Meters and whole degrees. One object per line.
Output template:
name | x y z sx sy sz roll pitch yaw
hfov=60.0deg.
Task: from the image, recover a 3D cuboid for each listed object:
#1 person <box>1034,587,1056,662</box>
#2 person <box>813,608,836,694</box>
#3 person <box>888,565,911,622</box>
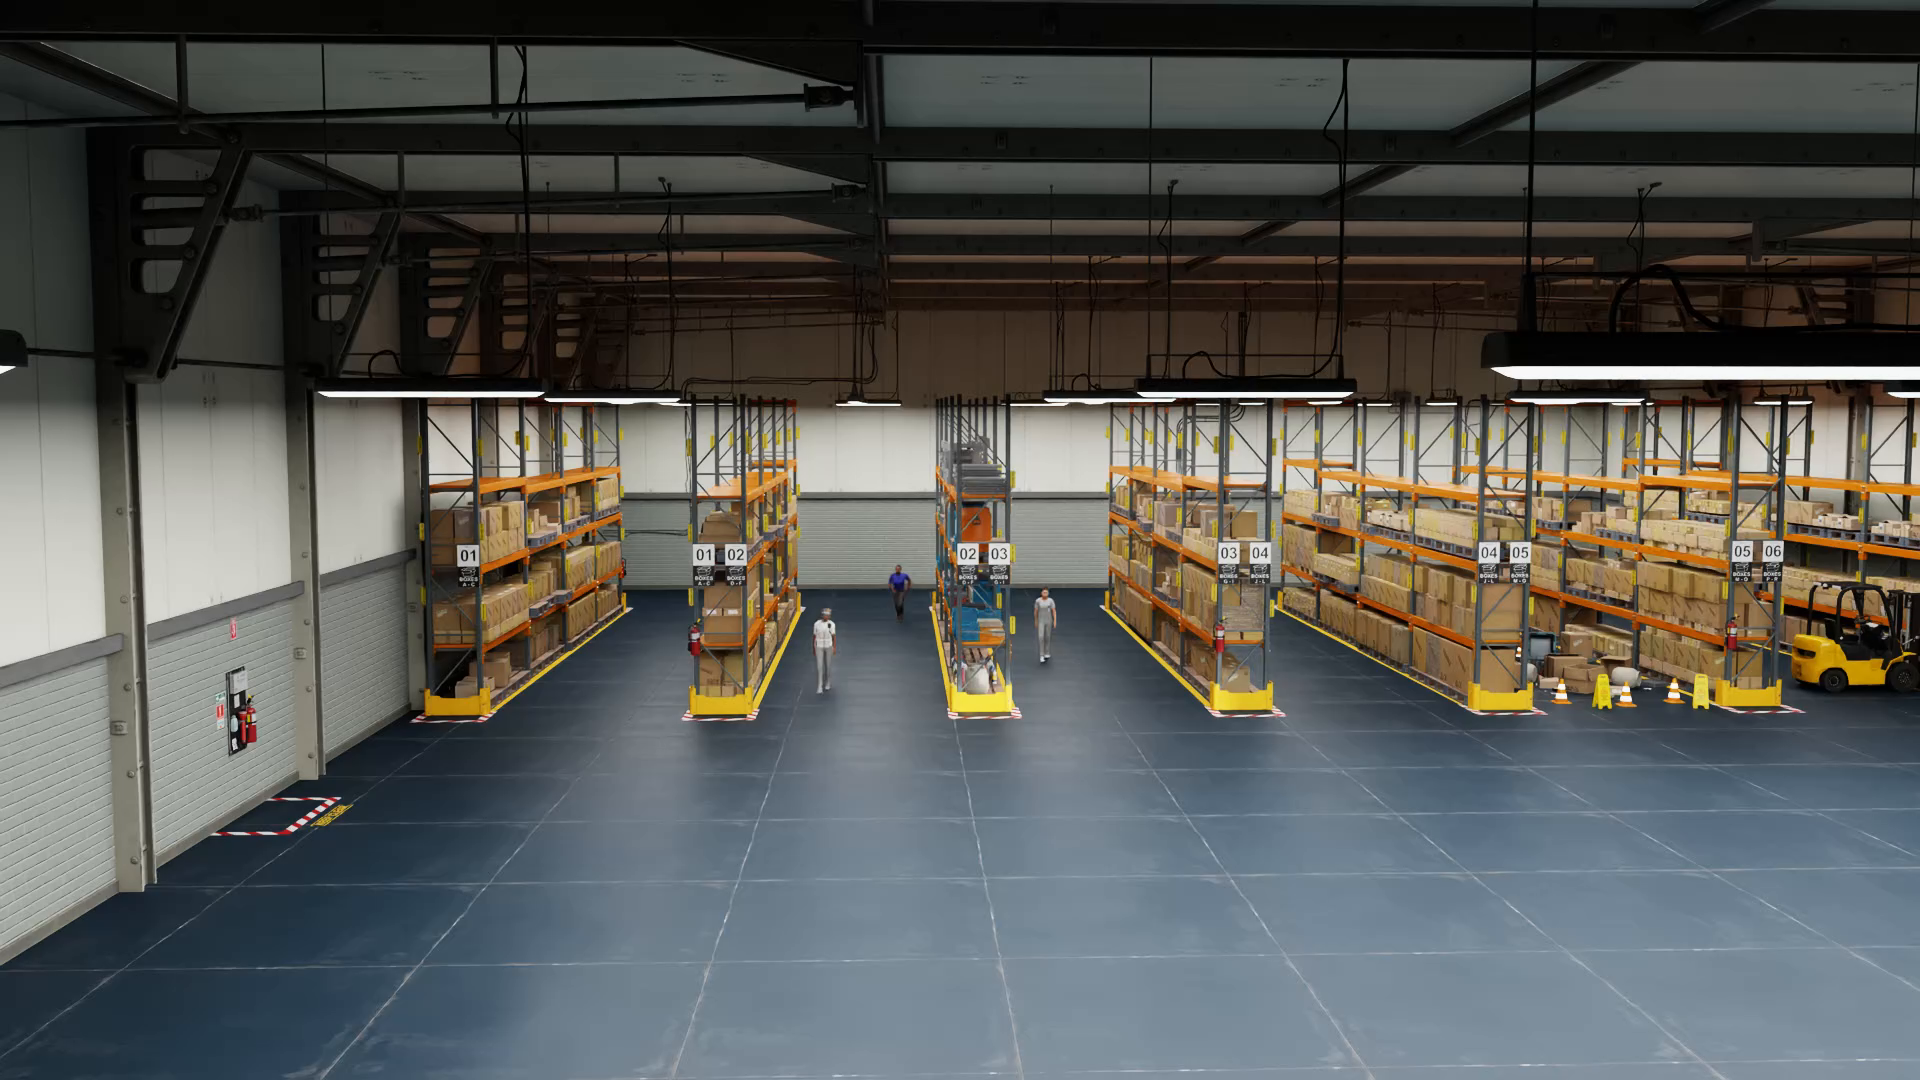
person | 1.951 1.905 38.027 0.486 1.696 0.637 0 5 -4
person | -2.744 2.249 33.781 0.470 1.706 0.649 -1 5 -9
person | -1.615 1.433 44.621 0.584 1.568 0.729 1 5 9
